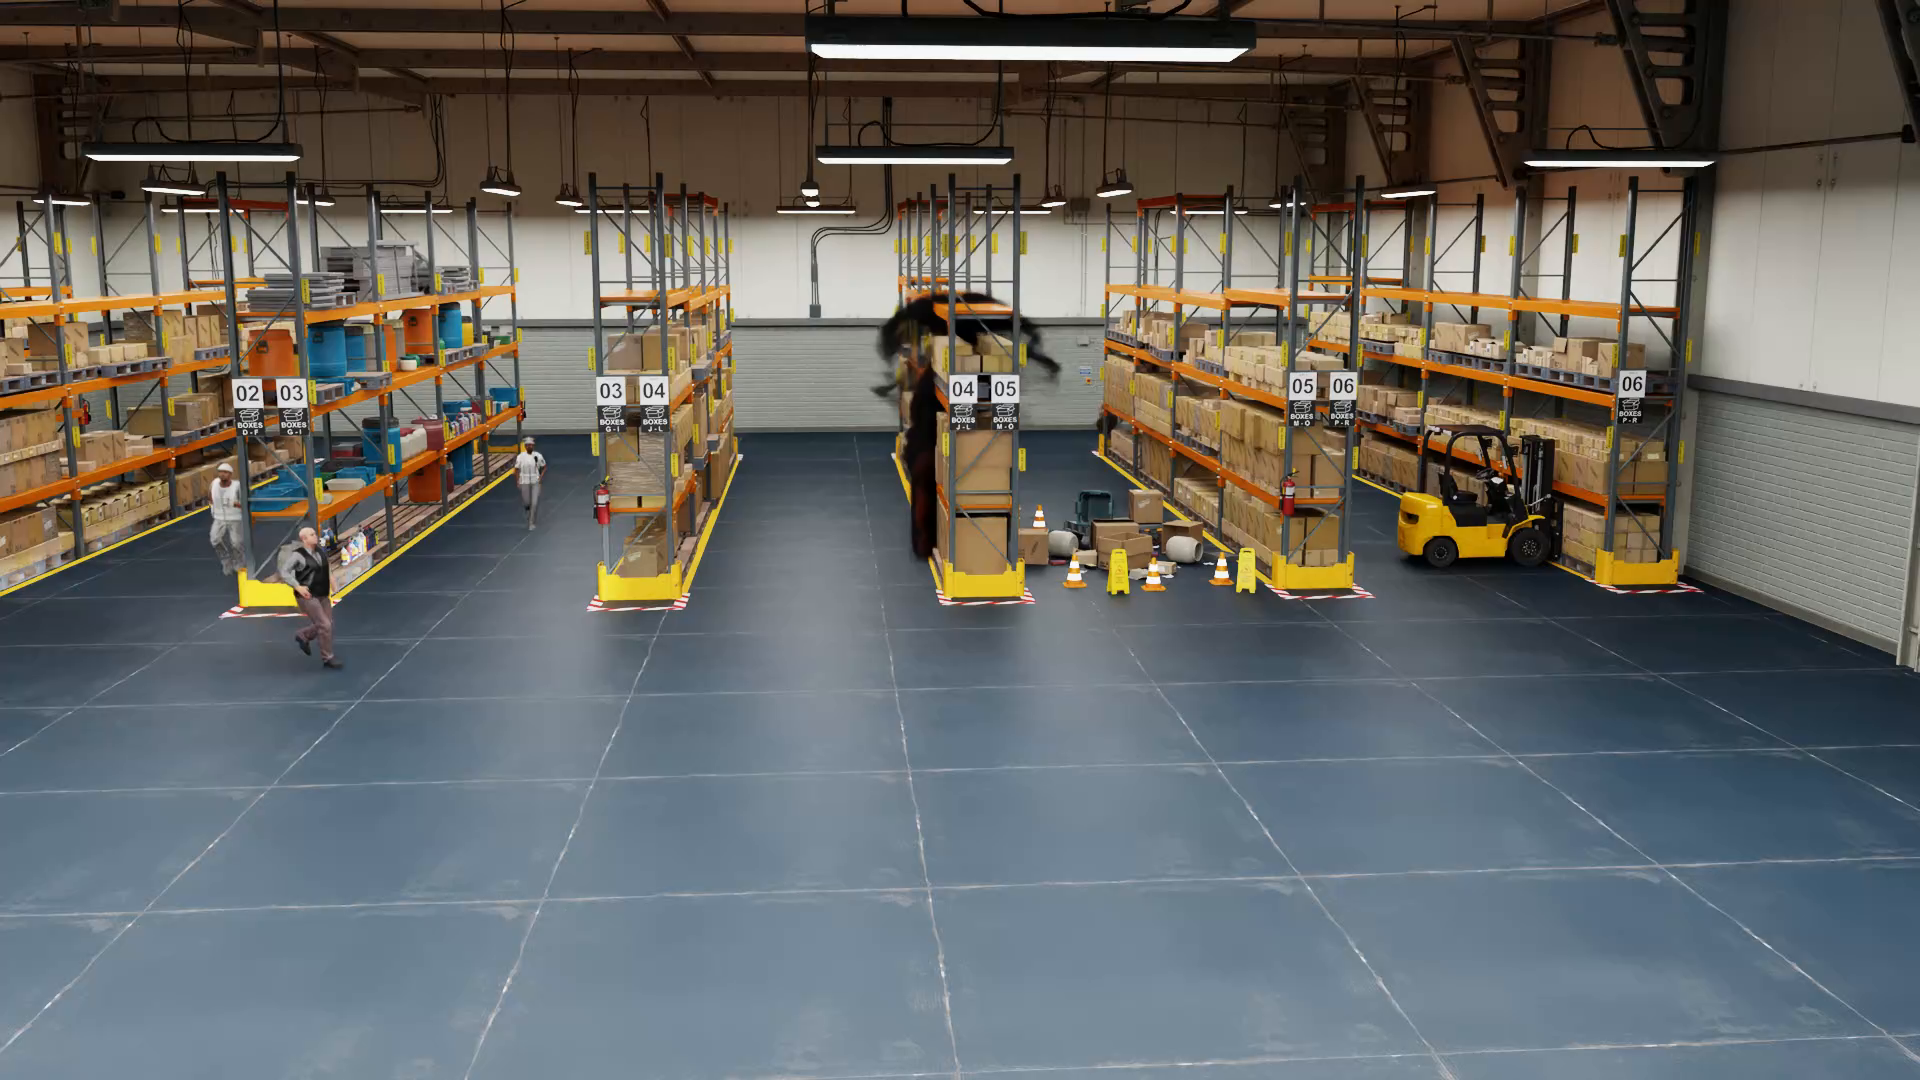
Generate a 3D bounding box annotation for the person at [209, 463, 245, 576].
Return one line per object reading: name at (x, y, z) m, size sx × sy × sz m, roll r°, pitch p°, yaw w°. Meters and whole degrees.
person at (-11.164, -0.314, 25.382) m, size 0.662 × 1.744 × 0.766 m, roll -1°, pitch 10°, yaw -4°

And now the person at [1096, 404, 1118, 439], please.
person at (3.736, -3.152, 41.473) m, size 0.692 × 1.715 × 0.693 m, roll 1°, pitch 10°, yaw 8°

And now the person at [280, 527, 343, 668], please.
person at (-7.771, 0.688, 19.967) m, size 0.748 × 1.692 × 0.691 m, roll 4°, pitch 11°, yaw 19°

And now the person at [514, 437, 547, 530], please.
person at (-7.701, -1.032, 29.859) m, size 0.582 × 1.665 × 0.578 m, roll -2°, pitch 10°, yaw -13°
